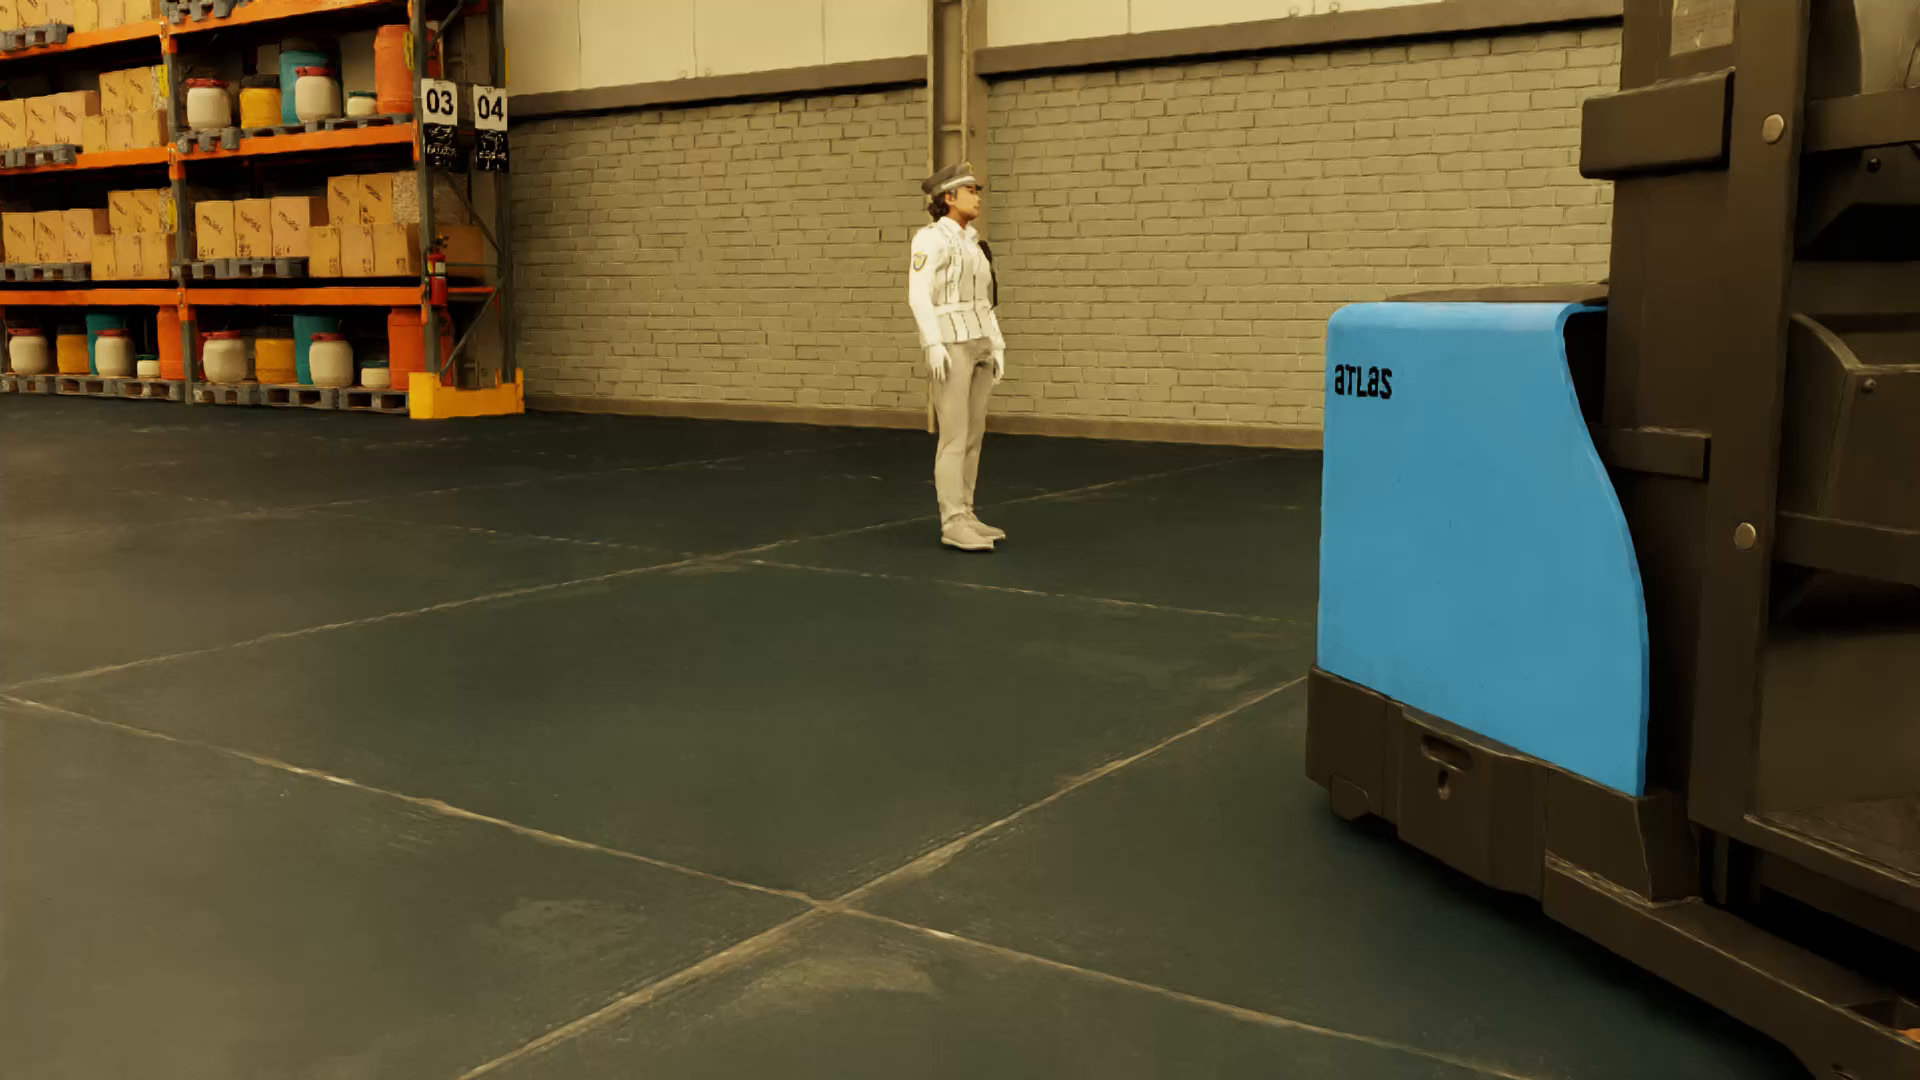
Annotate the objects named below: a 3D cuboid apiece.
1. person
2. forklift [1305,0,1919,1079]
[{"bbox_3d":[0.052,-0.840,7.440,0.532,1.695,0.586,5,10,34],"label":"person"},{"bbox_3d":[1.674,-0.705,2.148,1.130,2.935,3.031,-3,8,-18],"label":"forklift"}]
